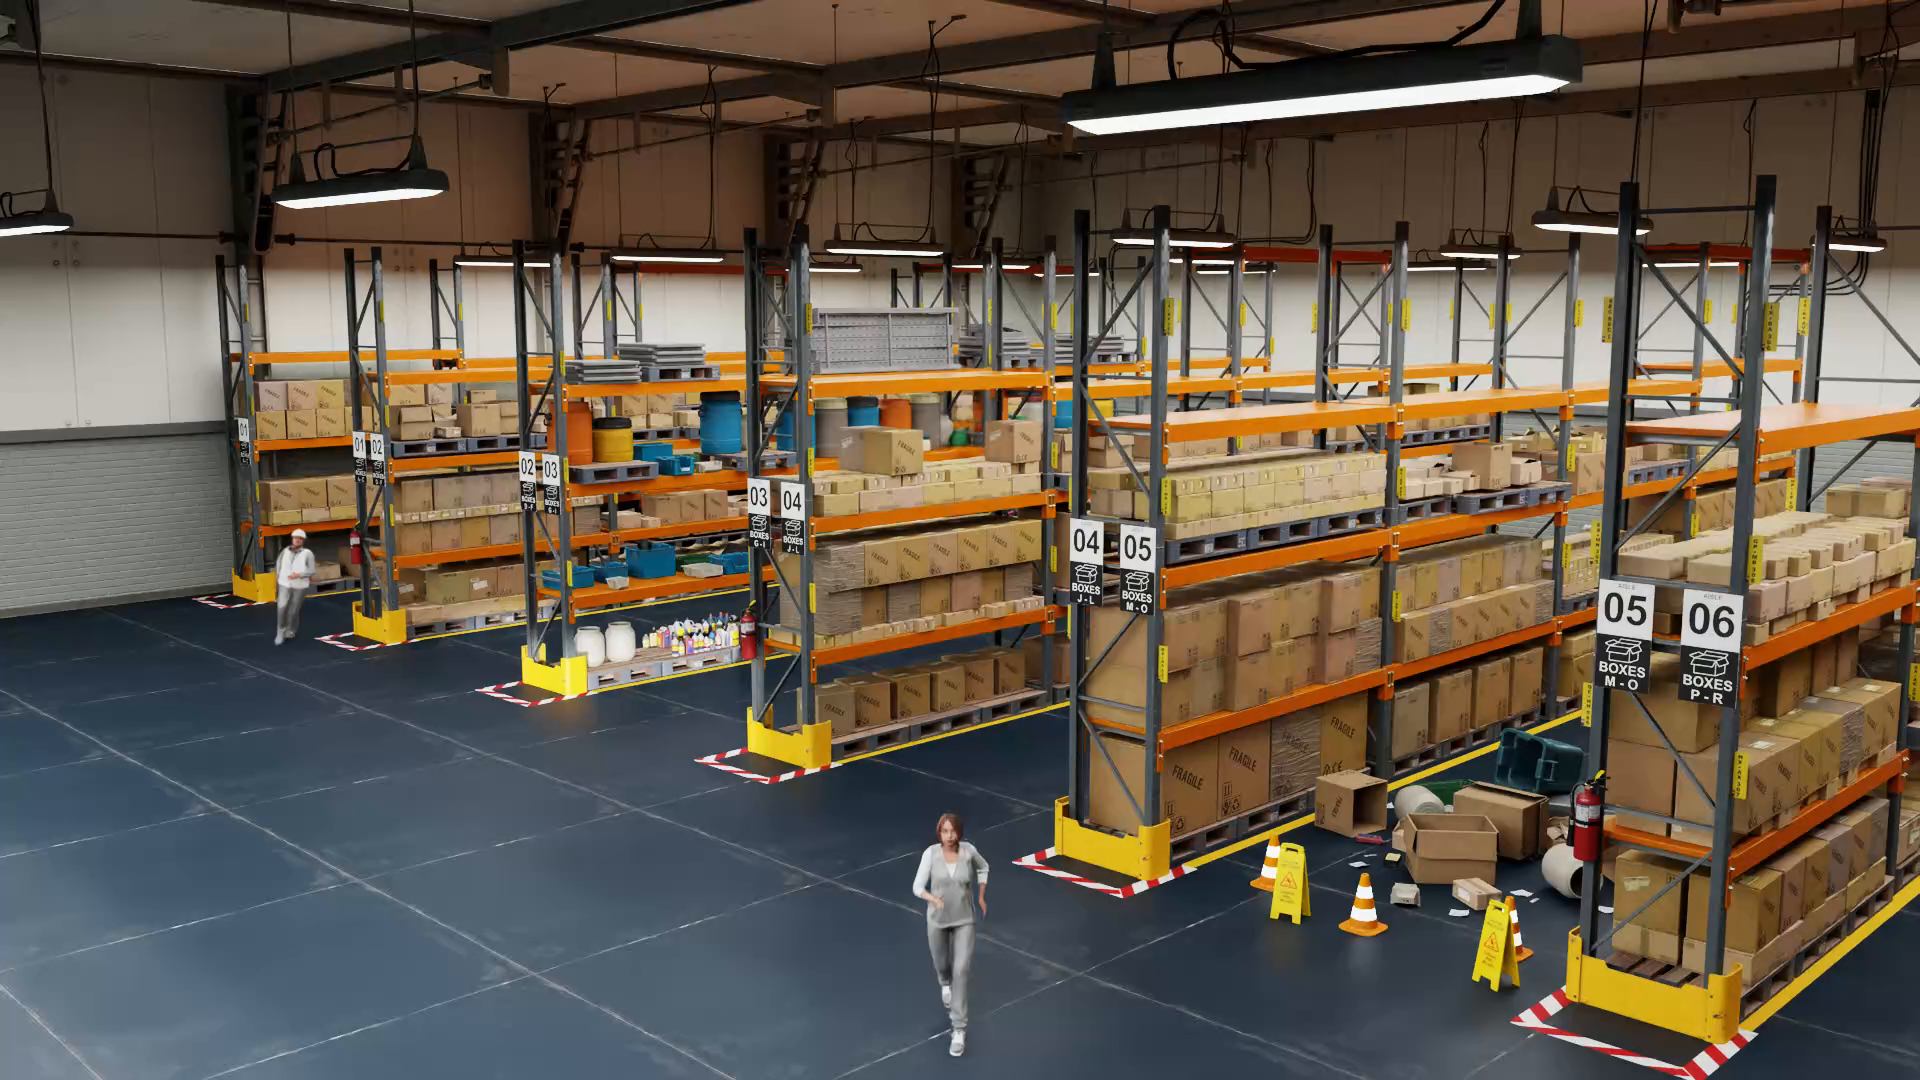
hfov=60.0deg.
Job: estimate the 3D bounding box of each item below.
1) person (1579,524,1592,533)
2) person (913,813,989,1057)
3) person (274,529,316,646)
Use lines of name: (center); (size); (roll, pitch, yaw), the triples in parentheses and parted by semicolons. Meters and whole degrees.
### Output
person: (10.012, 0.595, 26.536); (0.849, 1.719, 0.620); (-6, 10, -37)
person: (-0.062, 2.700, 11.753); (0.535, 1.599, 0.893); (0, 8, 1)
person: (-10.158, 0.704, 25.402); (0.641, 1.725, 0.700); (-1, 8, -10)
